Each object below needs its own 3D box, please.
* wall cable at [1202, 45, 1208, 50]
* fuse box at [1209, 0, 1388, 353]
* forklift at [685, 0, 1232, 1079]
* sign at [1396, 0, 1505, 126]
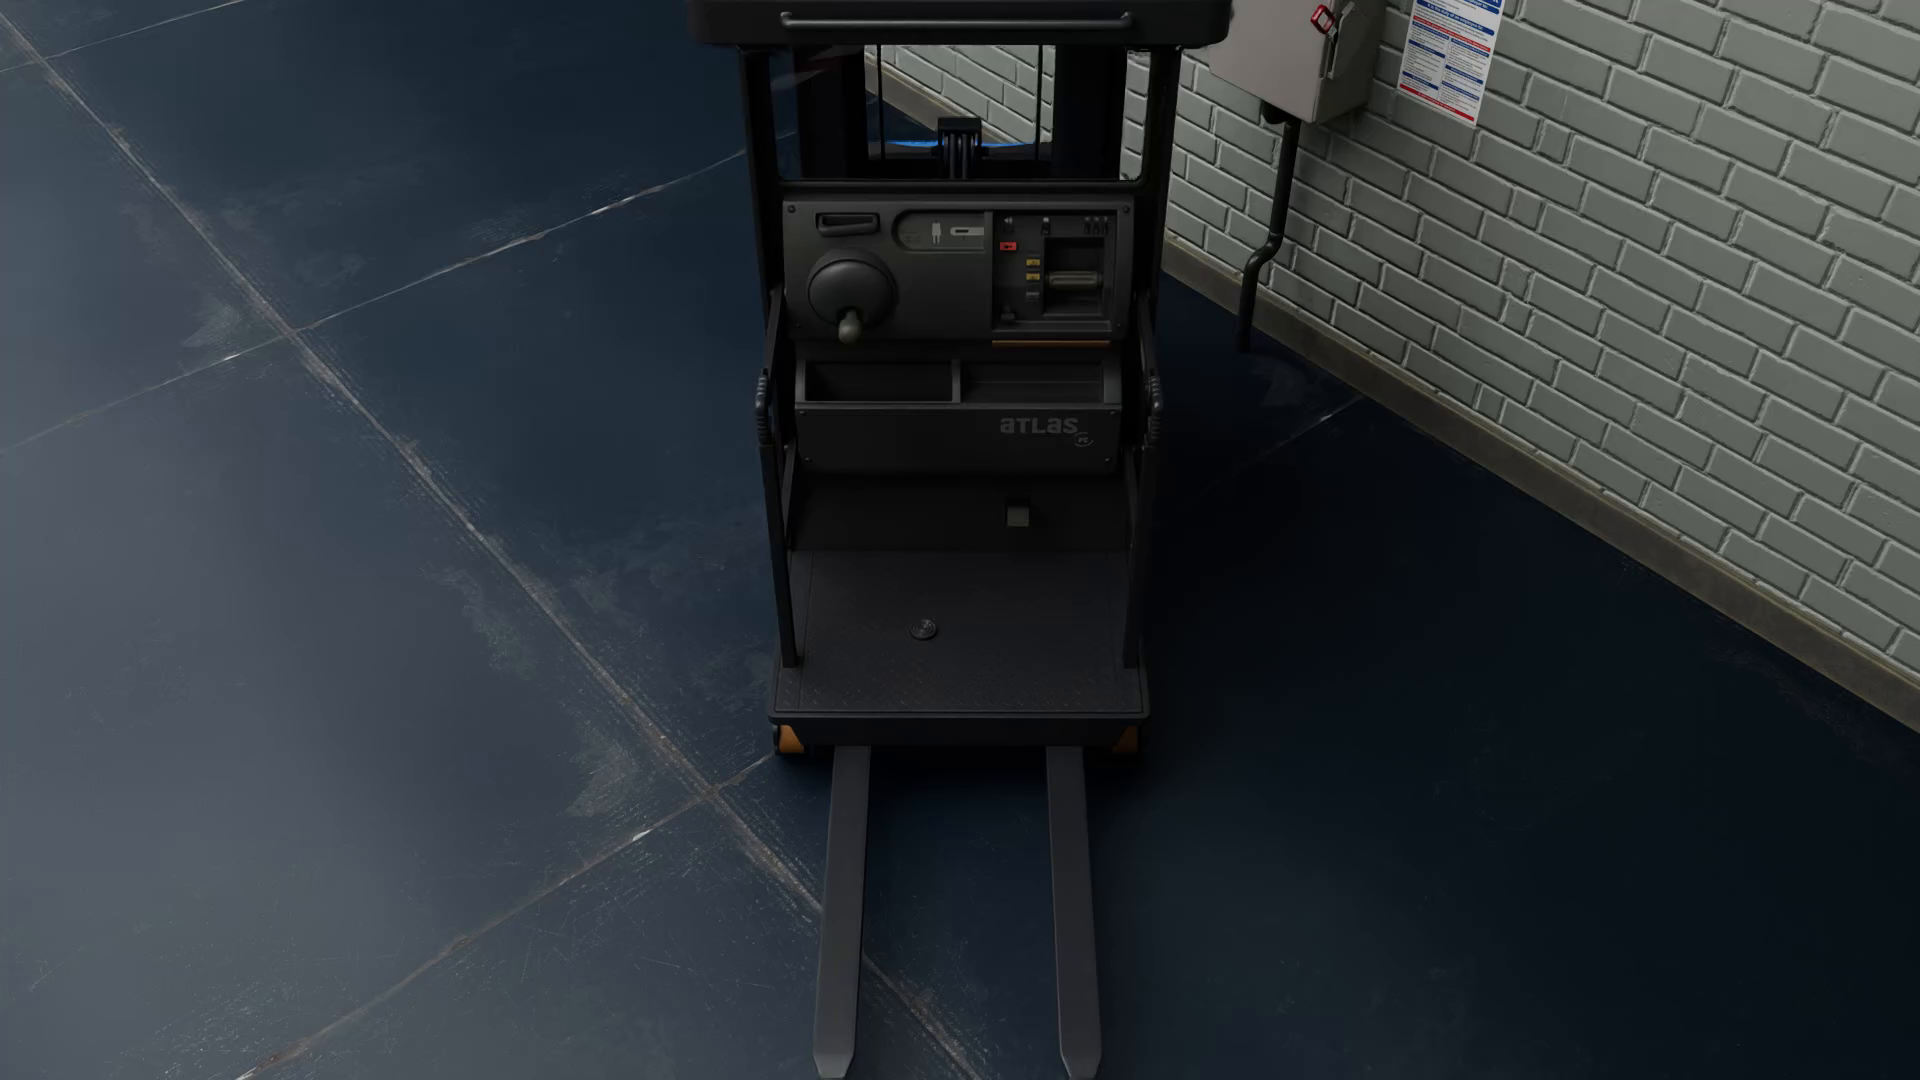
[{"bbox_3d":[0.785,-2.618,5.604,0.122,1.984,0.588,-30,51,-28],"label":"wall cable"},{"bbox_3d":[1.102,-1.350,5.938,0.414,1.711,0.539,-30,51,-28],"label":"fuse box"},{"bbox_3d":[-0.002,-0.633,4.283,1.130,2.935,3.031,0,43,0],"label":"forklift"},{"bbox_3d":[1.578,-1.617,5.350,0.001,0.494,0.329,-30,51,-28],"label":"sign"}]
